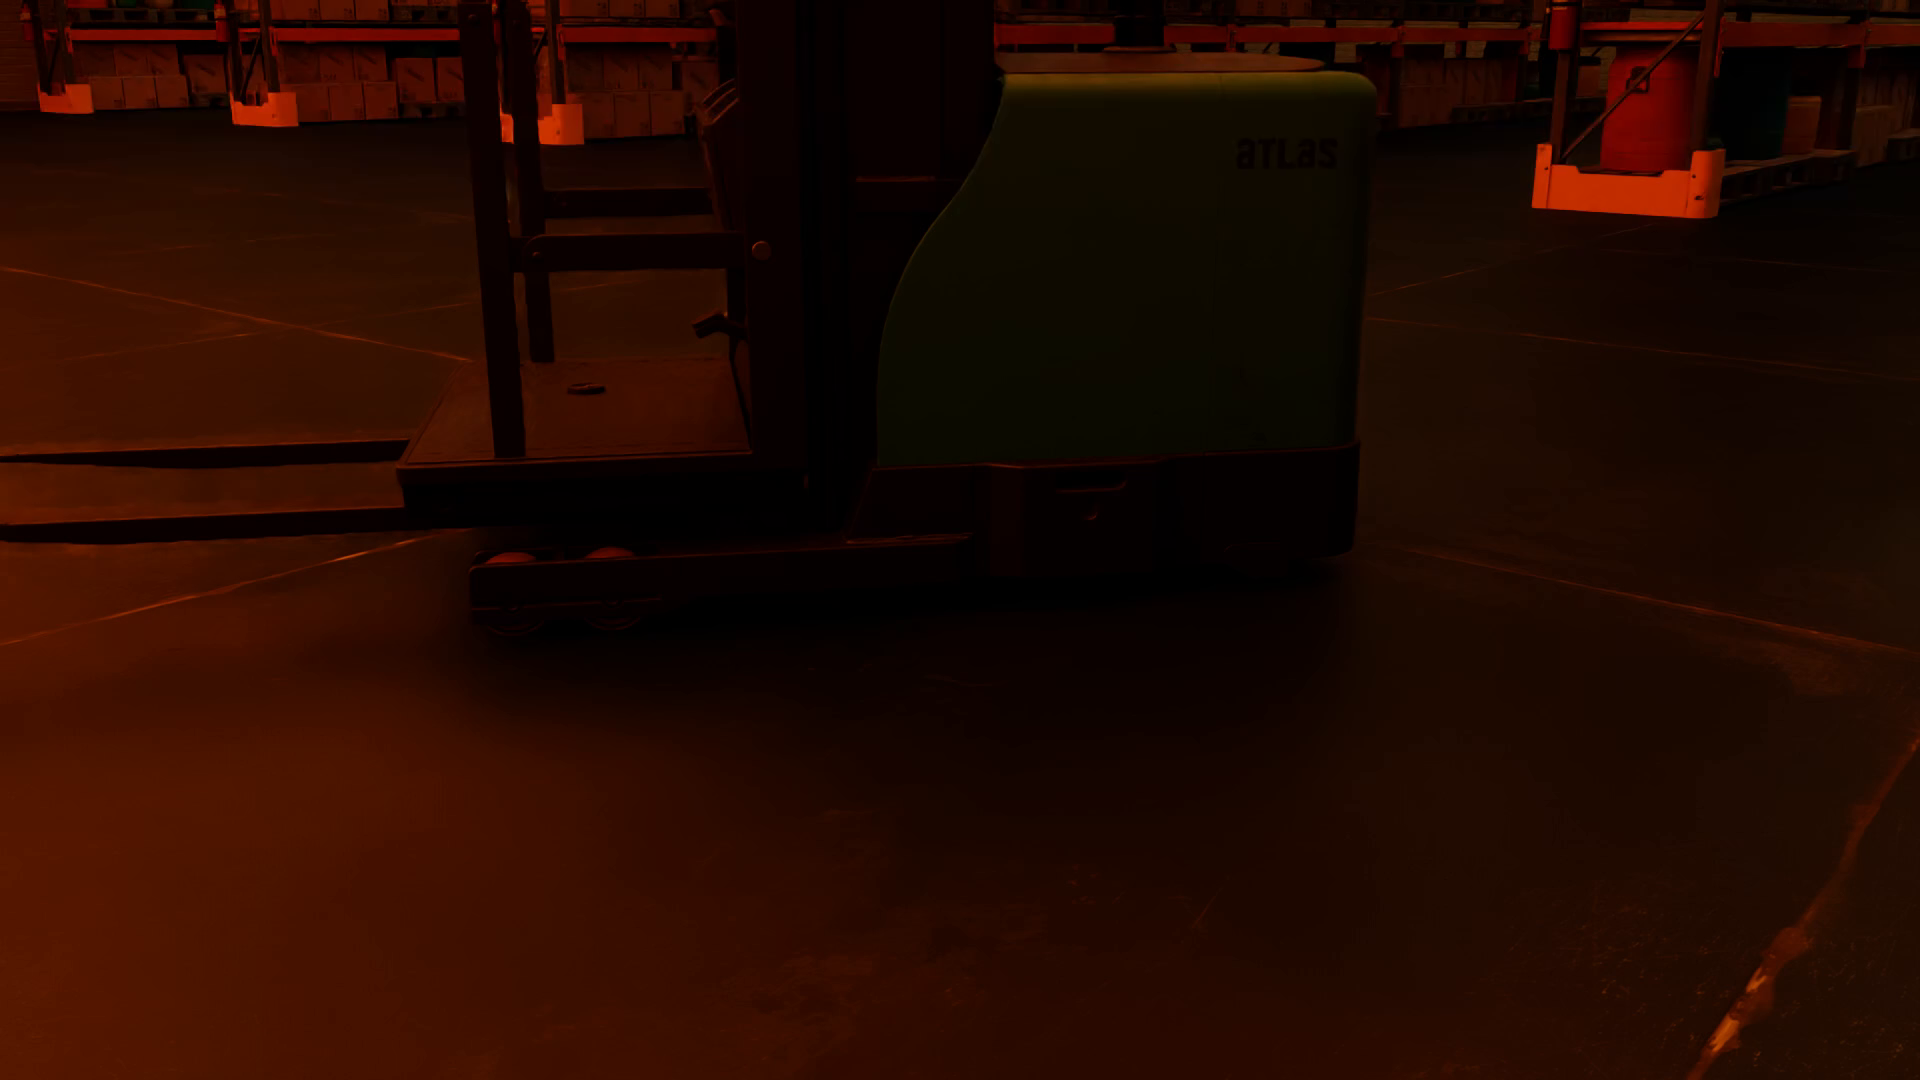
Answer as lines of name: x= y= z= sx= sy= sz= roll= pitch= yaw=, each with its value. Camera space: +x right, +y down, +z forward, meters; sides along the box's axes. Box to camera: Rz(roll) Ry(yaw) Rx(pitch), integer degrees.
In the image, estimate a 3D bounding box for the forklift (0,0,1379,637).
forklift: x=-0.699 y=-1.376 z=3.427 sx=3.031 sy=2.935 sz=1.130 roll=-3 pitch=17 yaw=-10
